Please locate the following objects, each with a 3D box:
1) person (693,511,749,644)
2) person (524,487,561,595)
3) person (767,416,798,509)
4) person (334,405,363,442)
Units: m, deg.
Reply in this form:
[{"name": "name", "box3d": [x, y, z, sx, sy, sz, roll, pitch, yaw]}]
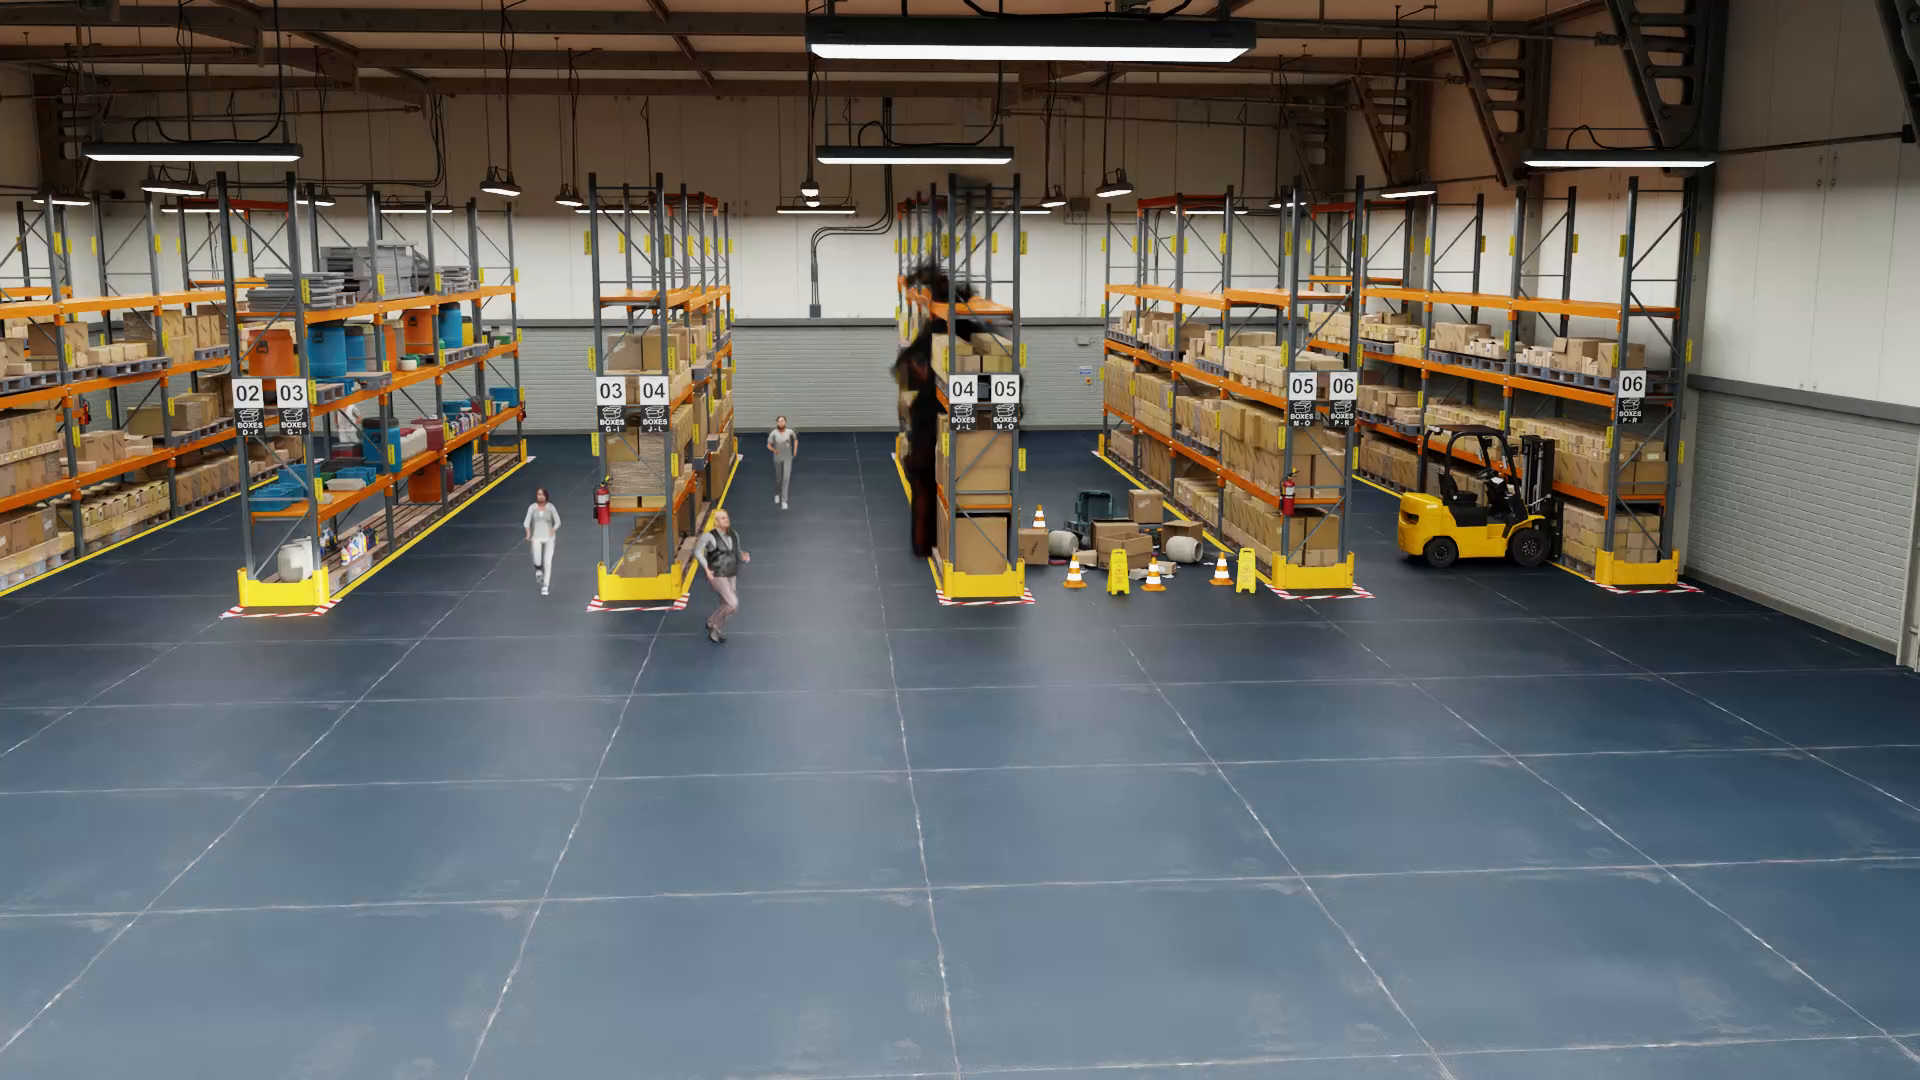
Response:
[{"name": "person", "box3d": [-2.973, 0.469, 21.135, 0.645, 1.694, 0.639, 7, 12, 35]}, {"name": "person", "box3d": [-6.077, 0.004, 24.224, 0.524, 1.542, 0.555, -2, 10, -11]}, {"name": "person", "box3d": [-3.244, -1.438, 30.480, 0.577, 1.660, 0.825, -2, 10, -9]}, {"name": "person", "box3d": [-13.699, -2.398, 37.232, 0.654, 1.761, 0.826, -1, 10, -7]}]
